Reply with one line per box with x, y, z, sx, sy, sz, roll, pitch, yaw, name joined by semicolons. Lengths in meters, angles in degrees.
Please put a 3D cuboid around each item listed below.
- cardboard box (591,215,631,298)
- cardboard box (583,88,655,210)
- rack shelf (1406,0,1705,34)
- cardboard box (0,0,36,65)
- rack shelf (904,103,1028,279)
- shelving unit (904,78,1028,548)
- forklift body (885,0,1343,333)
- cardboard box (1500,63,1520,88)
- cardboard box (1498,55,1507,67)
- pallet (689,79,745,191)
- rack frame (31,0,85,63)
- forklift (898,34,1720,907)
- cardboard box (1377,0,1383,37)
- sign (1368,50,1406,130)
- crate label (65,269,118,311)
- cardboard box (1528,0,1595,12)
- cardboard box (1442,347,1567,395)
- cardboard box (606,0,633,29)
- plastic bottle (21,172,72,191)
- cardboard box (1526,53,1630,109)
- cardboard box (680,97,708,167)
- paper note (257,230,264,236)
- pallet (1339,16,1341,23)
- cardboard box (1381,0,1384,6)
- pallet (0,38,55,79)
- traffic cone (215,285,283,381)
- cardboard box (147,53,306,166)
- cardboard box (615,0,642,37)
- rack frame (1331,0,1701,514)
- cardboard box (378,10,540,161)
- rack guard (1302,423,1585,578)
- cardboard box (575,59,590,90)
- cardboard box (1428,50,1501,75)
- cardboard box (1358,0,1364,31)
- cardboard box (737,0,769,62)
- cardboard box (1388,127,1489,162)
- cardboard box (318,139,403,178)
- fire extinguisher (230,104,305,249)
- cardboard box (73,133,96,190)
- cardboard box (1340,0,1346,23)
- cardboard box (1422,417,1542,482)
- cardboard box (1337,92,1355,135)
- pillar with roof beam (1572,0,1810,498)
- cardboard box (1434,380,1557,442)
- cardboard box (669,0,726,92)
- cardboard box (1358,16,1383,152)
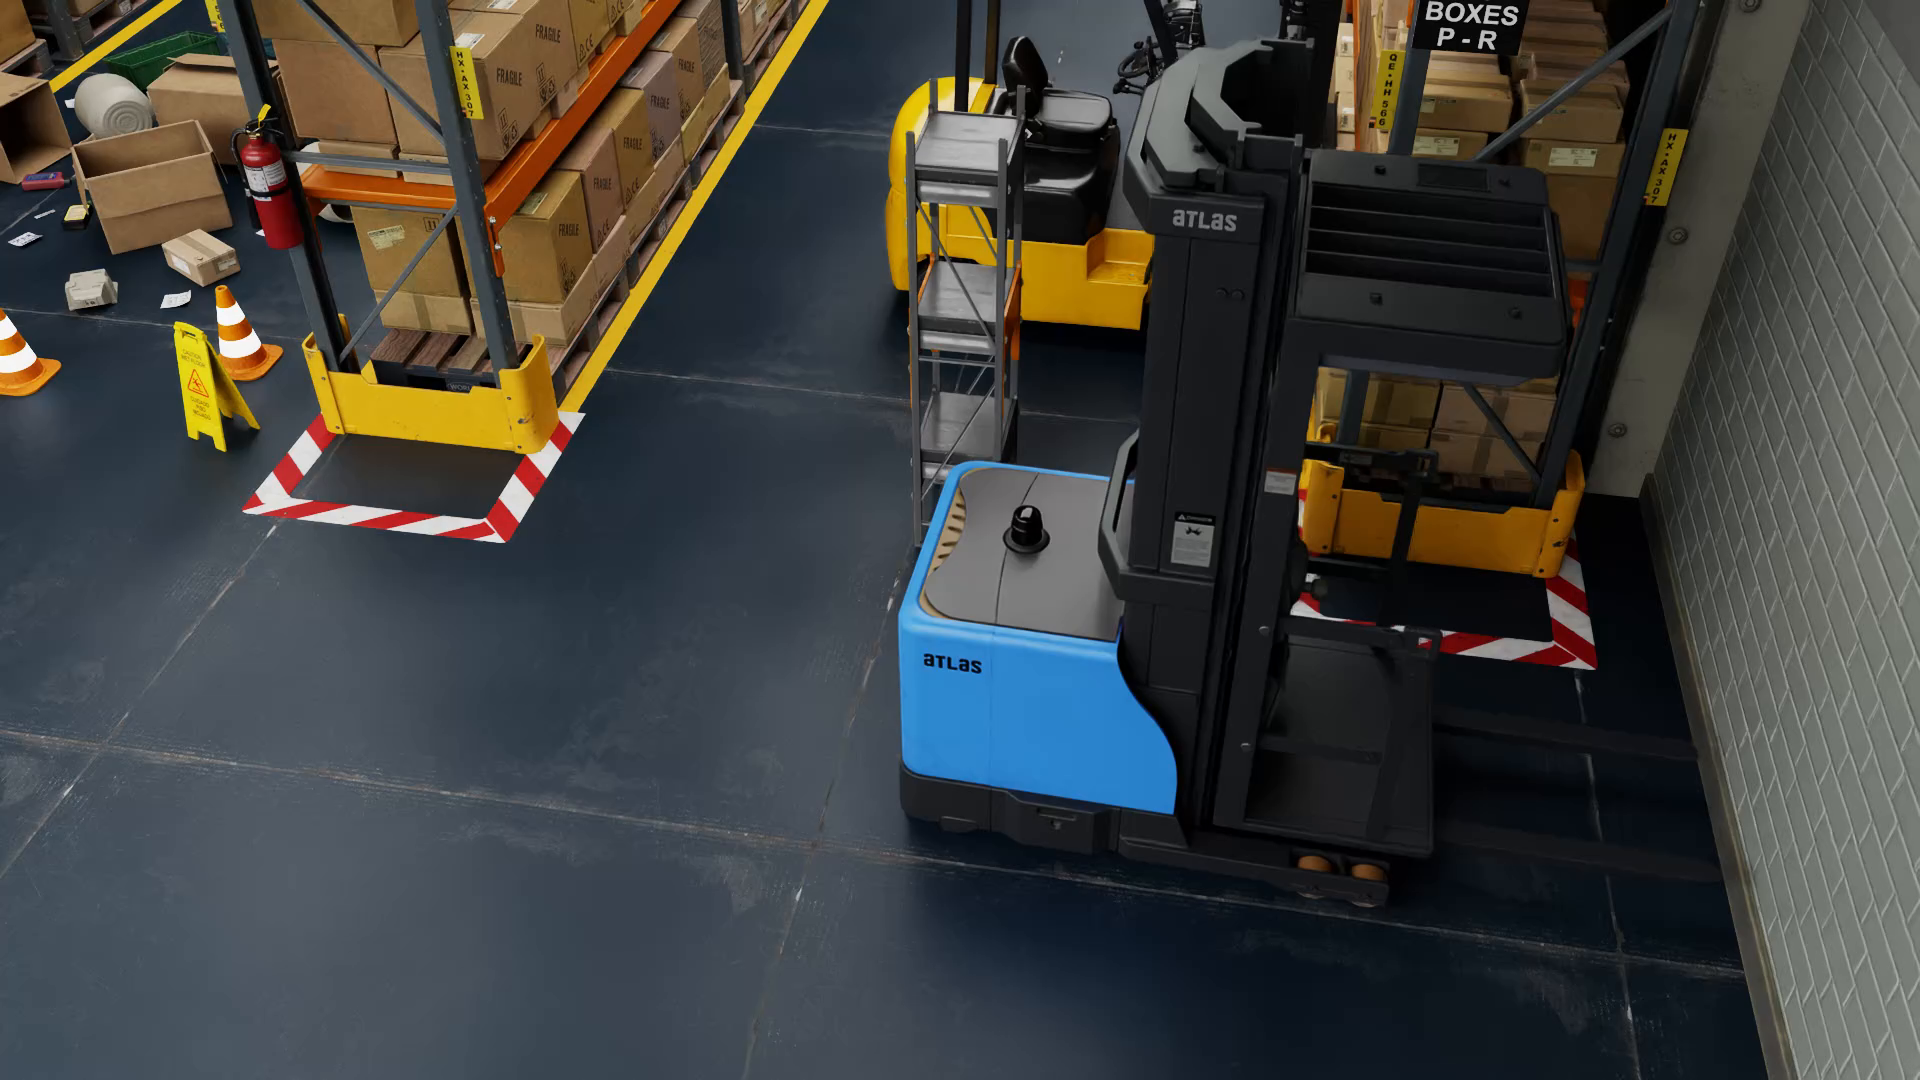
-2.168;-1.604;9.261;0.500;0.250;0.500;8;40;9;cardboard box
-2.079;-2.231;9.431;0.500;0.500;0.500;7;40;9;cardboard box
2.560;-3.296;7.689;1.077;0.370;4.000;6;40;8;rack shelf
-7.054;-3.655;11.252;0.875;0.875;0.875;7;40;8;cardboard box
0.029;-1.442;6.866;0.431;0.518;0.480;6;40;8;rack shelf
0.029;-0.913;7.303;0.431;2.100;0.503;6;40;8;shelving unit
0.745;-2.226;8.851;2.313;2.155;1.214;6;40;8;forklift body
2.558;-1.955;7.270;0.380;0.149;0.250;6;40;7;cardboard box
2.724;-2.126;7.986;0.500;0.500;0.500;6;40;7;cardboard box
-2.065;-2.717;10.967;1.003;0.211;1.213;6;40;8;pallet
-6.877;-4.699;11.177;1.000;3.000;0.127;6;40;8;rack frame
1.336;-0.135;5.710;3.031;2.935;1.130;8;40;9;forklift
2.195;-2.506;7.937;0.380;0.149;0.250;7;40;8;cardboard box
1.681;-1.768;6.536;0.100;0.325;0.005;6;40;8;sign
-4.949;-1.425;9.463;0.250;0.136;0.298;-13;41;-15;crate label
2.671;-2.402;7.577;0.380;0.149;0.250;8;40;9;cardboard box
2.483;-0.930;7.661;0.500;0.250;0.500;6;40;7;cardboard box
-2.067;-3.092;8.921;0.500;0.500;0.500;6;40;7;cardboard box
-5.787;-2.280;10.557;0.283;0.061;0.133;-6;40;-8;plastic bottle
2.590;-1.912;6.984;0.380;0.149;0.250;8;40;9;cardboard box
-1.904;-2.583;10.445;0.500;0.250;0.500;5;40;6;cardboard box
-4.178;-1.887;10.115;0.148;0.019;0.142;20;44;23;paper note
3.204;-3.832;12.316;1.003;0.211;1.213;6;40;8;pallet
2.190;-2.625;7.847;0.380;0.149;0.250;7;40;9;cardboard box
-7.085;-3.156;11.499;1.003;0.211;1.213;6;40;8;pallet
-3.872;-1.141;8.864;0.336;0.463;0.334;6;40;8;traffic cone
-4.712;-2.766;10.691;0.797;0.637;0.503;6;40;8;cardboard box
-1.994;-2.924;9.227;0.380;0.149;0.250;7;40;8;cardboard box
2.214;-1.162;6.898;1.000;3.000;0.127;6;40;8;rack frame
-2.321;-2.127;7.753;0.500;0.500;0.500;6;40;7;cardboard box
2.209;-0.183;7.676;1.175;0.500;0.348;6;40;8;rack guard
-2.157;-2.438;8.639;0.380;0.149;0.250;7;40;9;cardboard box
2.080;-1.971;7.056;0.380;0.149;0.250;6;40;8;cardboard box
2.498;-3.132;9.203;0.500;0.500;0.500;7;40;8;cardboard box
-1.895;-3.696;11.695;0.950;0.372;0.625;7;40;8;cardboard box
1.998;-1.699;6.960;0.380;0.149;0.250;7;40;8;cardboard box
-2.822;-1.868;7.949;0.380;0.149;0.250;8;40;9;cardboard box
-3.150;-1.656;7.556;0.296;0.674;0.183;6;40;8;fire extinguisher
-5.360;-2.364;10.498;0.396;0.266;0.258;13;41;15;cardboard box
3.127;-3.733;11.543;0.875;0.625;0.625;6;40;7;cardboard box
2.491;-0.550;7.987;0.500;0.250;0.500;7;40;8;cardboard box
2.340;-2.257;9.267;0.500;0.250;0.500;8;40;9;cardboard box
-1.018;-4.286;5.969;9.100;9.000;0.400;6;40;8;pillar with roof beam
2.499;-0.729;7.810;0.500;0.250;0.500;7;40;8;cardboard box
-1.822;-3.207;10.612;0.500;0.500;0.500;6;40;7;cardboard box
2.227;-2.184;8.056;0.500;0.500;0.500;6;40;7;cardboard box
